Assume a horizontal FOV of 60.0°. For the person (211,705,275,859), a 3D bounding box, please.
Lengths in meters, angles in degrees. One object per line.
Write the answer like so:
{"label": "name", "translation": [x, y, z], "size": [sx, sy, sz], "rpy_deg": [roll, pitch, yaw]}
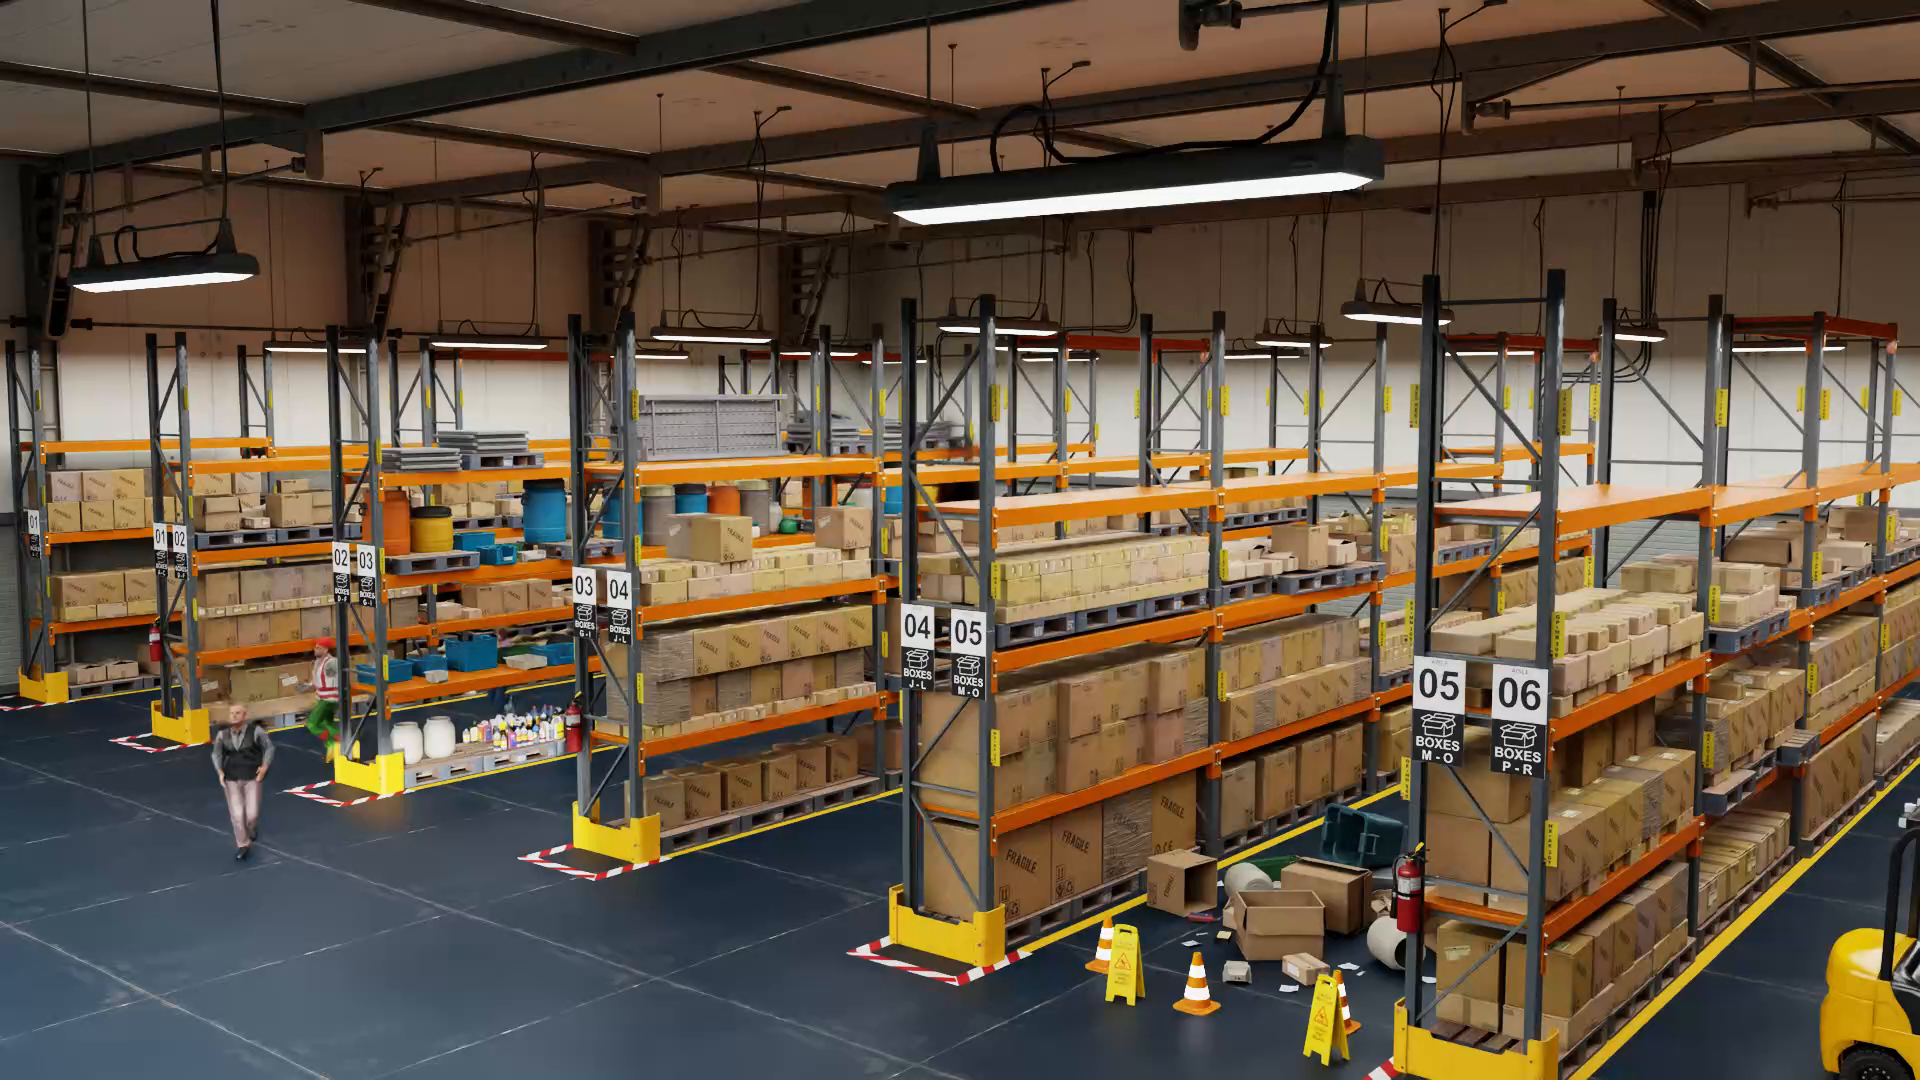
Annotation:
{"label": "person", "translation": [-7.987, 2.668, 18.531], "size": [0.661, 1.691, 0.544], "rpy_deg": [-1, 5, -14]}

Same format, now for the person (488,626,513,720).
{"label": "person", "translation": [-7.023, 2.099, 25.567], "size": [0.537, 1.558, 0.549], "rpy_deg": [2, 6, 23]}

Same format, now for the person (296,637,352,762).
{"label": "person", "translation": [-8.783, 2.209, 23.018], "size": [0.686, 1.742, 0.694], "rpy_deg": [-4, 7, -41]}
